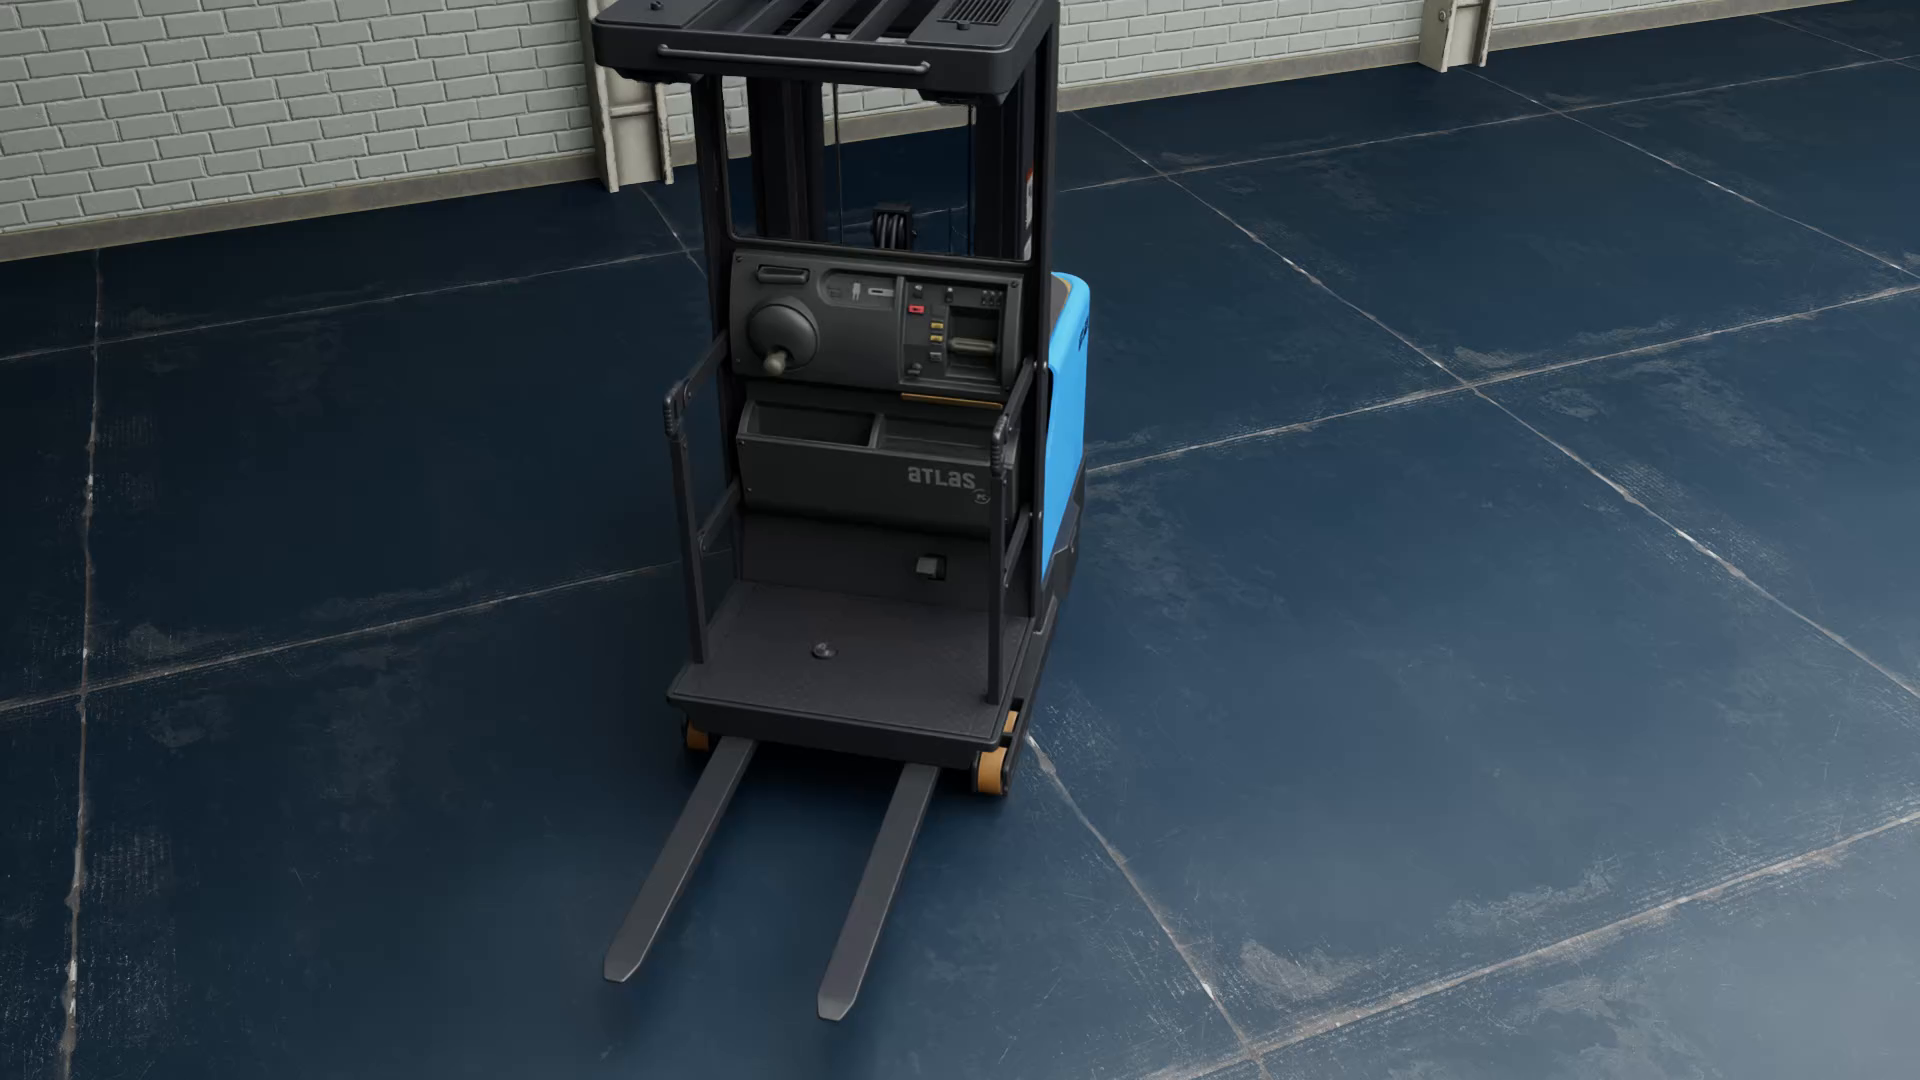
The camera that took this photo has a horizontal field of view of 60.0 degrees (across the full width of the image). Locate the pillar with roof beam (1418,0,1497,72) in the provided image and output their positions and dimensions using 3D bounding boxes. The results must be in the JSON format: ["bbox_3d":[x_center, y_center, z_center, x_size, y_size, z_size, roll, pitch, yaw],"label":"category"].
[{"bbox_3d":[5.226,-5.071,6.292,0.400,9.000,9.100,-13,35,-19],"label":"pillar with roof beam"}]

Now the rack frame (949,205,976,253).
[{"bbox_3d":[0.012,-0.763,6.823,0.006,1.200,0.240,-15,36,-22],"label":"rack frame"}]

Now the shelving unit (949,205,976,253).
[{"bbox_3d":[0.094,-0.785,6.856,0.189,1.200,0.258,-15,36,-22],"label":"shelving unit"}]

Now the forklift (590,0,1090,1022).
[{"bbox_3d":[-0.314,-0.617,5.010,1.130,2.935,3.031,7,34,11],"label":"forklift"}]

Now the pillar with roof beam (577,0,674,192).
[{"bbox_3d":[-0.306,-3.804,4.345,0.400,9.000,9.100,-13,35,-19],"label":"pillar with roof beam"}]
